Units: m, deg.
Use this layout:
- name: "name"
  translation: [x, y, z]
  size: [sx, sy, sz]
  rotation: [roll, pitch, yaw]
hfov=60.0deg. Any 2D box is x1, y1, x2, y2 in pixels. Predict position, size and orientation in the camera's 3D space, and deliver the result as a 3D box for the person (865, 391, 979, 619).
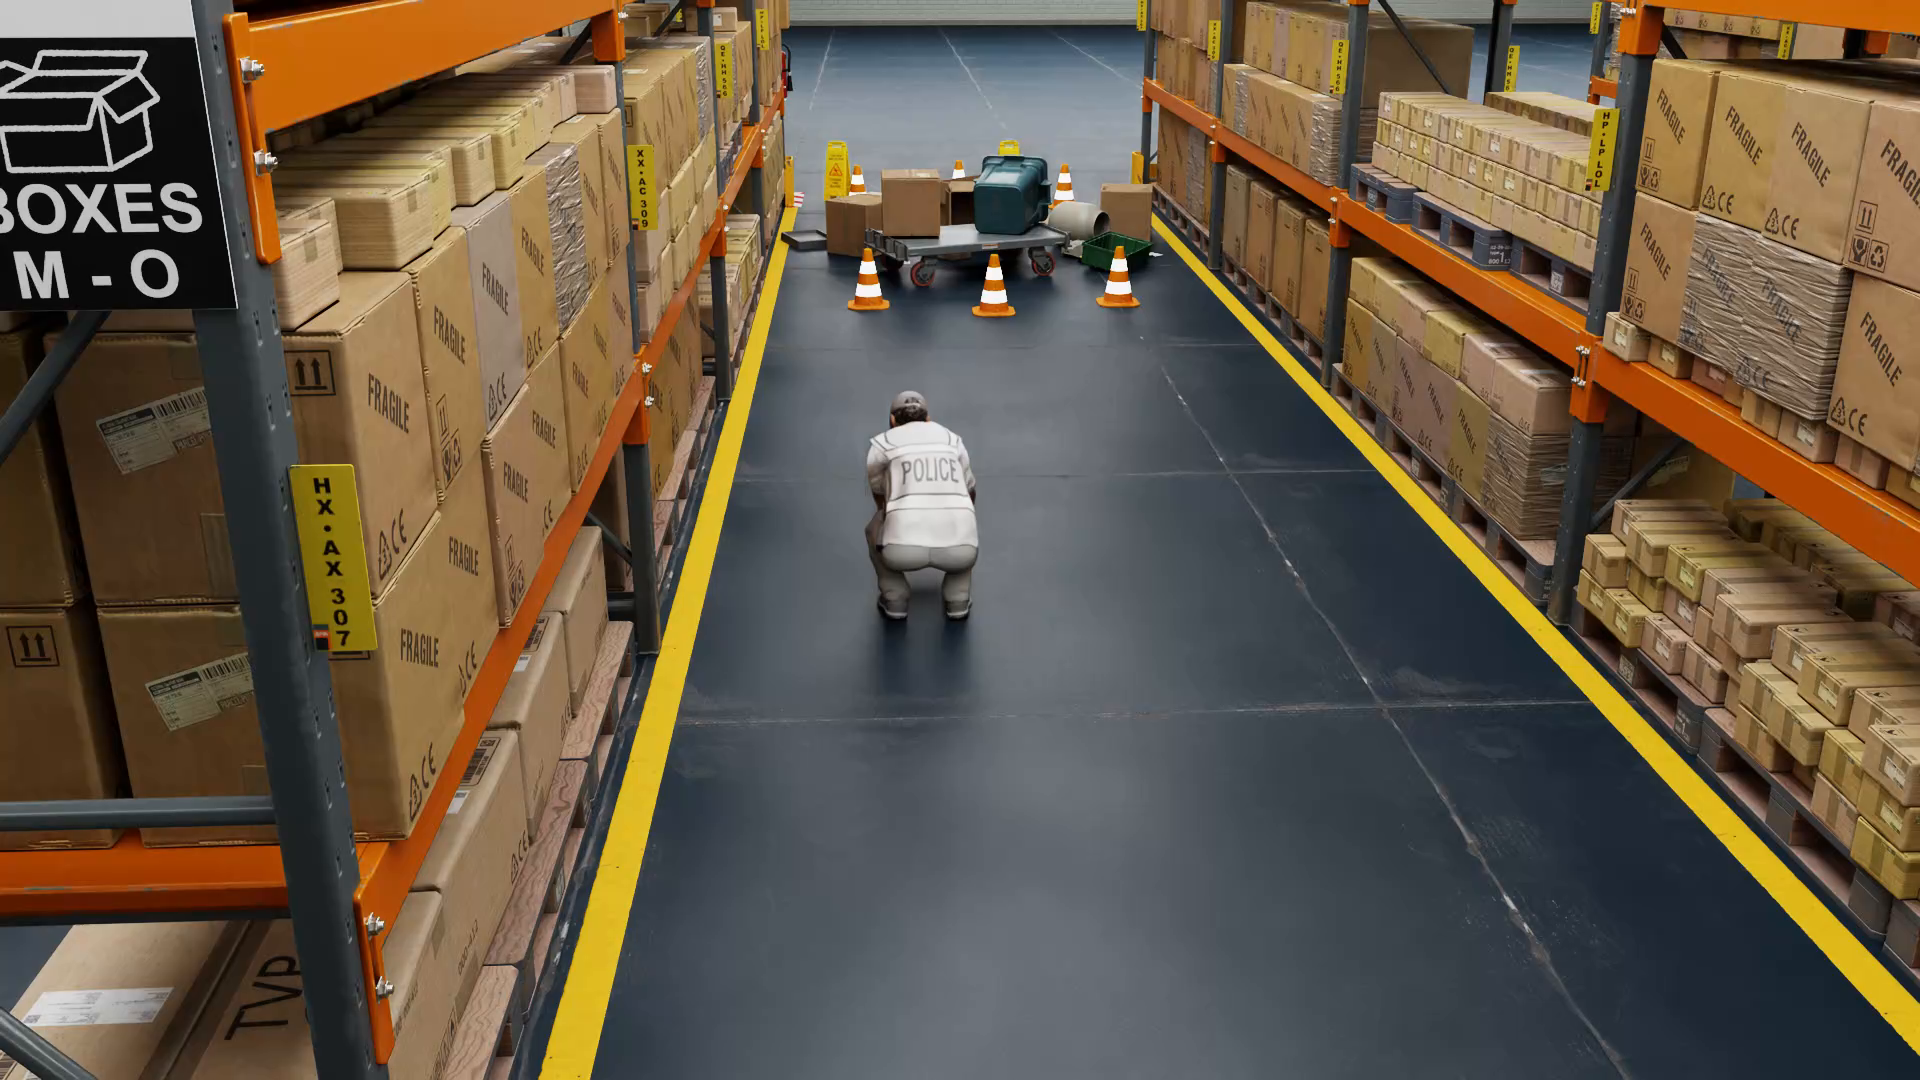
- name: "person"
  translation: [-0.171, -0.158, 7.555]
  size: [0.530, 0.938, 0.847]
  rotation: [-1, 21, -3]
